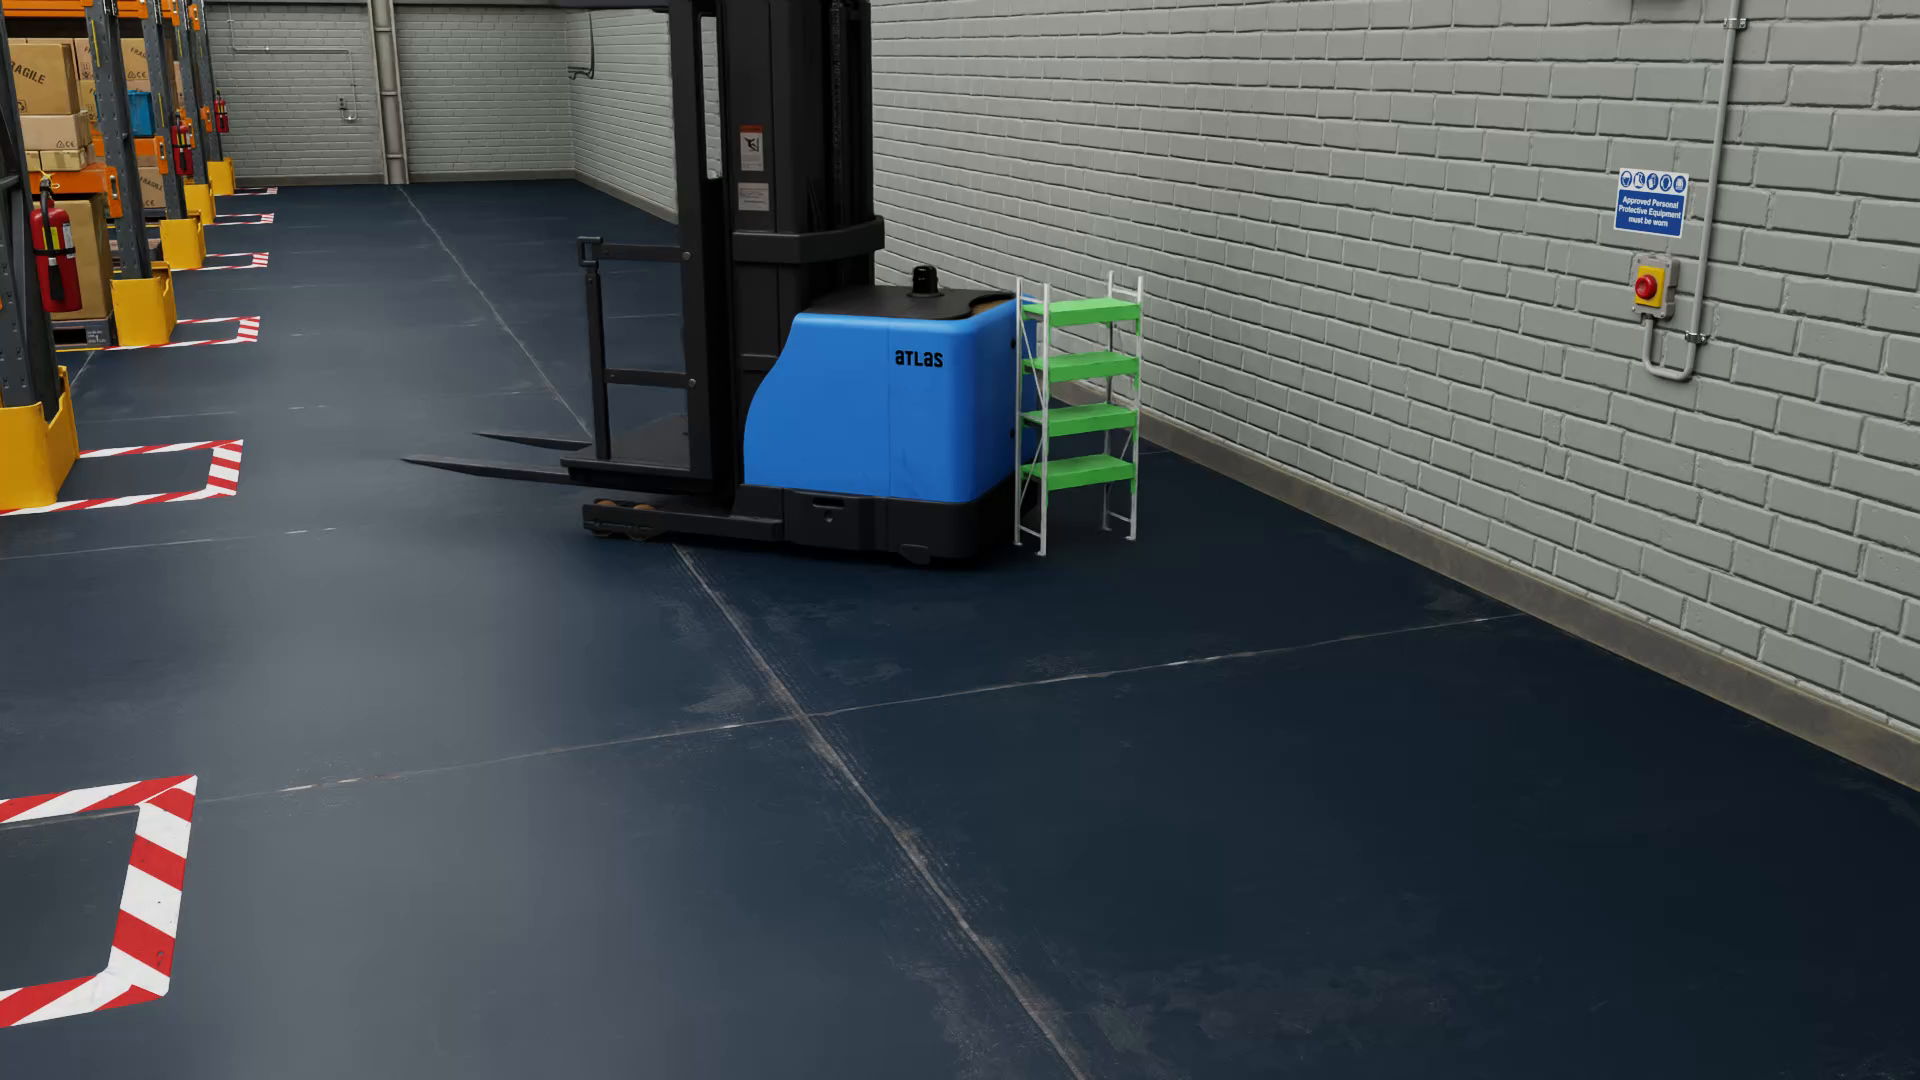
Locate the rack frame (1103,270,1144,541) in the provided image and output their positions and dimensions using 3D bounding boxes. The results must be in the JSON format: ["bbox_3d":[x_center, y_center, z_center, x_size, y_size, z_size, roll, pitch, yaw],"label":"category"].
[{"bbox_3d":[0.735,-0.603,7.521,0.015,1.200,0.240,-9,19,-29],"label":"rack frame"}]

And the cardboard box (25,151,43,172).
[{"bbox_3d":[-6.886,-2.795,12.239,0.250,0.149,0.380,-6,17,-20],"label":"cardboard box"}]

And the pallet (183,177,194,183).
[{"bbox_3d":[-12.465,-5.536,26.074,1.213,0.211,1.003,-6,17,-20],"label":"pallet"}]

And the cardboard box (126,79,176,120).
[{"bbox_3d":[-10.291,-5.603,21.177,0.500,0.500,0.500,-6,17,-18],"label":"cardboard box"}]

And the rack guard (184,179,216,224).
[{"bbox_3d":[-10.041,-4.465,21.915,0.348,0.500,1.175,-6,17,-20],"label":"rack guard"}]

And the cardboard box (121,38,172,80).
[{"bbox_3d":[-10.288,-6.082,21.035,0.500,0.500,0.500,-6,18,-21],"label":"cardboard box"}]

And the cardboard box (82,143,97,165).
[{"bbox_3d":[-6.879,-2.996,12.921,0.250,0.149,0.380,-6,17,-19],"label":"cardboard box"}]

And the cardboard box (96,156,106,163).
[{"bbox_3d":[-13.301,-5.779,25.644,0.500,0.500,0.700,-7,18,-22],"label":"cardboard box"}]

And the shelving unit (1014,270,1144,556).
[{"bbox_3d":[0.524,-0.568,7.403,0.503,1.200,0.258,-9,19,-29],"label":"shelving unit"}]

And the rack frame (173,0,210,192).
[{"bbox_3d":[-9.970,-5.672,21.589,0.127,3.000,1.000,-6,17,-20],"label":"rack frame"}]

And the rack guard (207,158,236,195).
[{"bbox_3d":[-11.724,-5.778,26.386,0.348,0.500,1.175,-6,17,-20],"label":"rack guard"}]

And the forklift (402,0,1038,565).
[{"bbox_3d":[-1.204,-1.534,7.619,3.031,2.935,1.130,6,17,19],"label":"forklift"}]

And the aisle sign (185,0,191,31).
[{"bbox_3d":[-10.012,-7.003,21.509,0.004,0.787,0.394,-6,17,-20],"label":"aisle sign"}]

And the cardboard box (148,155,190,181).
[{"bbox_3d":[-12.364,-5.880,25.989,0.500,0.500,0.700,-6,17,-20],"label":"cardboard box"}]

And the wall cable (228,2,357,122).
[{"bbox_3d":[-10.889,-7.840,27.170,1.851,1.984,0.084,-6,17,-20],"label":"wall cable"}]

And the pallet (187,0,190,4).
[{"bbox_3d":[-12.435,-8.294,25.352,1.213,0.211,1.003,-6,17,-20],"label":"pallet"}]

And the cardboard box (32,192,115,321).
[{"bbox_3d":[-6.998,-2.161,12.661,0.875,0.875,0.875,-6,17,-20],"label":"cardboard box"}]

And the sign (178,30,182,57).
[{"bbox_3d":[-9.791,-6.231,20.877,0.005,0.325,0.100,-6,17,-20],"label":"sign"}]

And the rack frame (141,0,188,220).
[{"bbox_3d":[-8.201,-4.368,17.150,0.127,3.000,1.000,-6,17,-20],"label":"rack frame"}]

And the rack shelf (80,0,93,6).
[{"bbox_3d":[-8.297,-3.957,11.704,4.000,0.370,1.077,-6,17,-20],"label":"rack shelf"}]

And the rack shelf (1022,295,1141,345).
[{"bbox_3d":[0.524,-0.967,7.285,0.480,0.148,0.258,-9,19,-29],"label":"rack shelf"}]

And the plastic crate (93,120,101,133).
[{"bbox_3d":[-8.879,-4.322,17.352,0.298,0.136,0.250,-6,17,-20],"label":"plastic crate"}]

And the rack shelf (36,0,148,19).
[{"bbox_3d":[-10.069,-5.261,16.142,4.000,0.370,1.077,-6,17,-20],"label":"rack shelf"}]

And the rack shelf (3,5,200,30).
[{"bbox_3d":[-13.614,-7.867,25.018,4.000,0.370,1.077,-6,17,-20],"label":"rack shelf"}]

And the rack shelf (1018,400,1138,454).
[{"bbox_3d":[0.524,-0.507,7.421,0.480,0.148,0.258,-9,19,-29],"label":"rack shelf"}]

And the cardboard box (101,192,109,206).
[{"bbox_3d":[-11.047,-4.533,21.810,0.500,0.250,0.500,-6,17,-20],"label":"cardboard box"}]

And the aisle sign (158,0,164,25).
[{"bbox_3d":[-8.241,-5.701,17.074,0.004,0.787,0.394,-6,17,-20],"label":"aisle sign"}]

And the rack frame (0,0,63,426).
[{"bbox_3d":[-4.749,-1.750,8.233,0.127,3.000,1.000,-6,17,-20],"label":"rack frame"}]

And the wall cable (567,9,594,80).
[{"bbox_3d":[-6.337,-8.840,27.240,0.112,2.526,3.097,-6,17,-20],"label":"wall cable"}]

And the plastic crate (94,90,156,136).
[{"bbox_3d":[-8.447,-4.331,16.854,0.499,0.435,0.616,-6,17,-20],"label":"plastic crate"}]

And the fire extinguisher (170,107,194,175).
[{"bbox_3d":[-7.898,-4.048,16.858,0.183,0.674,0.296,-6,17,-20],"label":"fire extinguisher"}]

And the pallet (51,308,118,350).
[{"bbox_3d":[-7.148,-1.626,12.760,1.213,0.211,1.003,-6,17,-20],"label":"pallet"}]

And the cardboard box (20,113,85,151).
[{"bbox_3d":[-6.787,-3.017,12.287,0.500,0.250,0.500,-6,18,-21],"label":"cardboard box"}]

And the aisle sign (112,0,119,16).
[{"bbox_3d":[-6.469,-4.399,12.639,0.004,0.787,0.394,-6,17,-20],"label":"aisle sign"}]

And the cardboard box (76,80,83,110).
[{"bbox_3d":[-11.242,-5.501,20.829,0.500,0.500,0.500,-6,17,-20],"label":"cardboard box"}]

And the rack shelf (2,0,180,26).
[{"bbox_3d":[-11.838,-6.564,20.581,4.000,0.370,1.077,-6,17,-20],"label":"rack shelf"}]

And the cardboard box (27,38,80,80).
[{"bbox_3d":[-11.242,-5.978,20.678,0.500,0.500,0.500,-6,17,-19],"label":"cardboard box"}]

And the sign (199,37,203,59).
[{"bbox_3d":[-11.565,-7.500,25.338,0.005,0.325,0.100,-6,17,-20],"label":"sign"}]

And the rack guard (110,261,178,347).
[{"bbox_3d":[-6.407,-1.868,13.072,0.348,0.500,1.175,-6,17,-20],"label":"rack guard"}]
